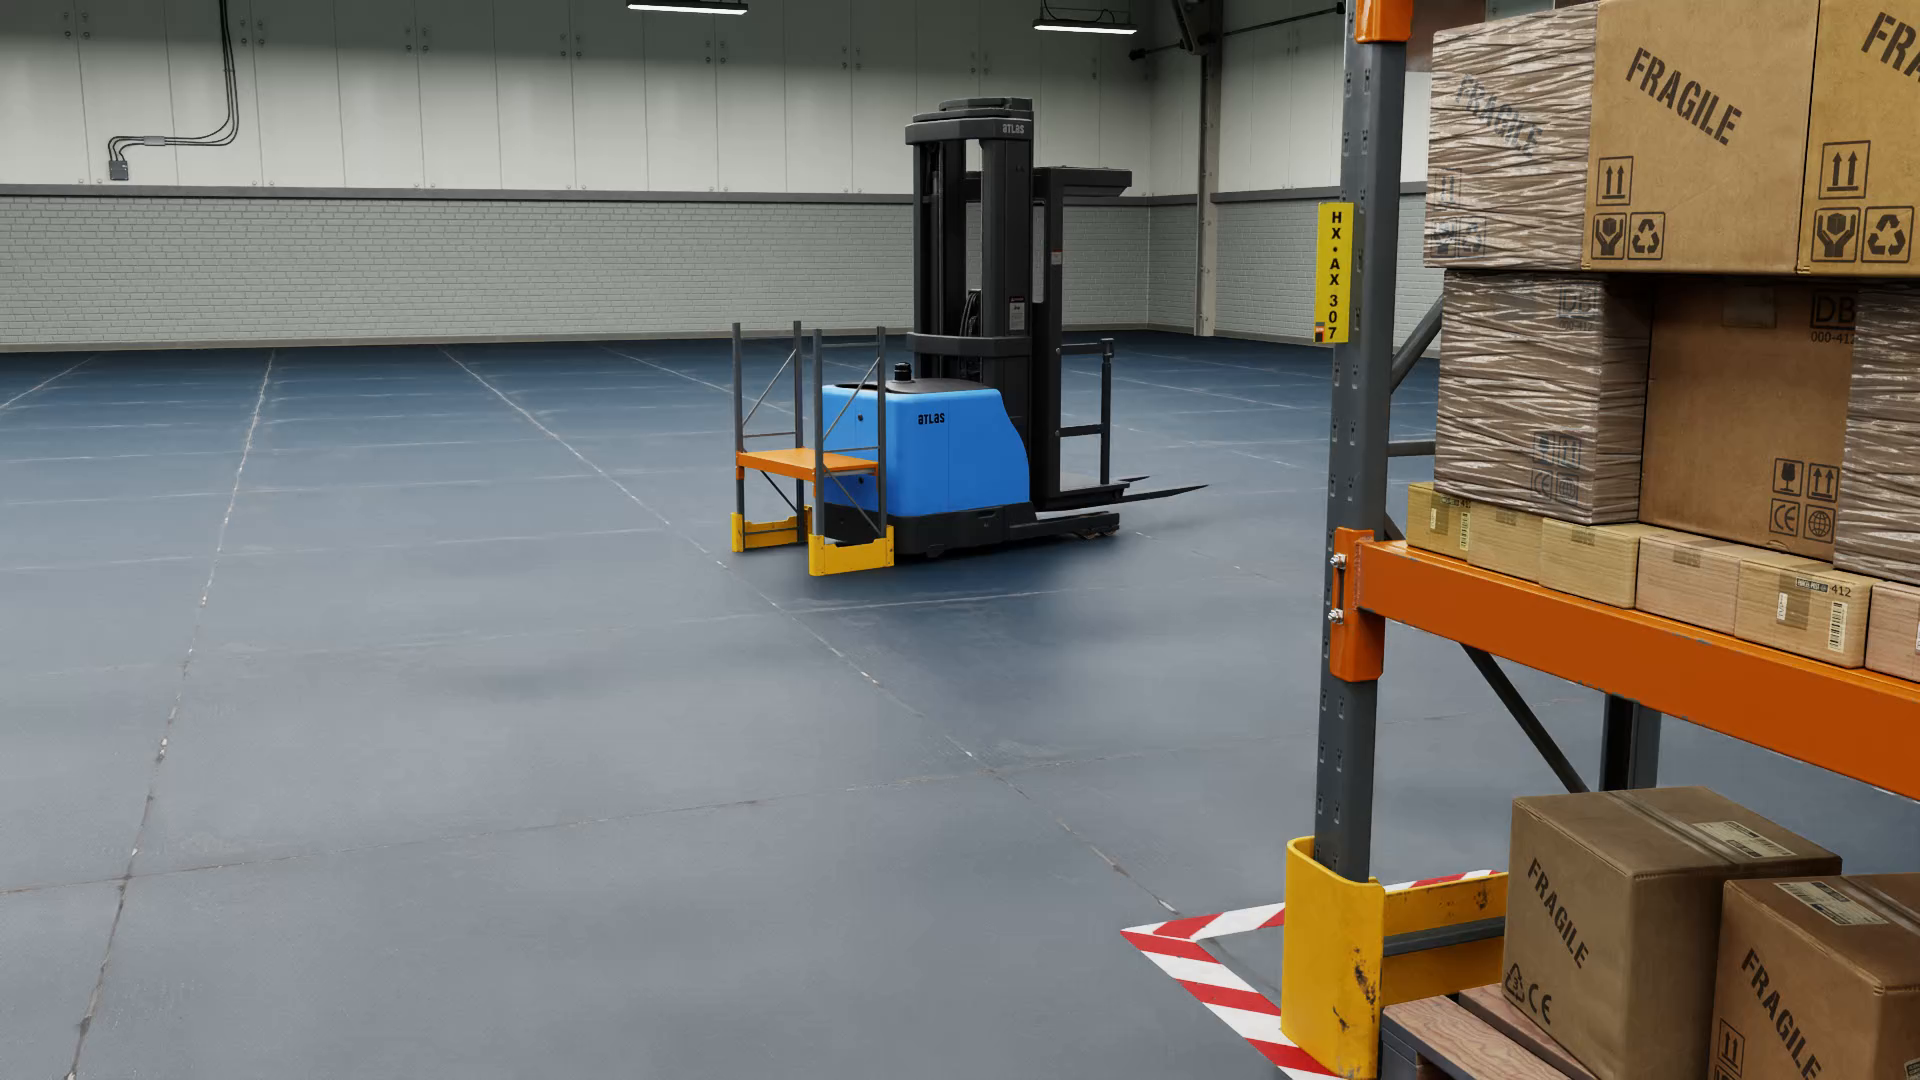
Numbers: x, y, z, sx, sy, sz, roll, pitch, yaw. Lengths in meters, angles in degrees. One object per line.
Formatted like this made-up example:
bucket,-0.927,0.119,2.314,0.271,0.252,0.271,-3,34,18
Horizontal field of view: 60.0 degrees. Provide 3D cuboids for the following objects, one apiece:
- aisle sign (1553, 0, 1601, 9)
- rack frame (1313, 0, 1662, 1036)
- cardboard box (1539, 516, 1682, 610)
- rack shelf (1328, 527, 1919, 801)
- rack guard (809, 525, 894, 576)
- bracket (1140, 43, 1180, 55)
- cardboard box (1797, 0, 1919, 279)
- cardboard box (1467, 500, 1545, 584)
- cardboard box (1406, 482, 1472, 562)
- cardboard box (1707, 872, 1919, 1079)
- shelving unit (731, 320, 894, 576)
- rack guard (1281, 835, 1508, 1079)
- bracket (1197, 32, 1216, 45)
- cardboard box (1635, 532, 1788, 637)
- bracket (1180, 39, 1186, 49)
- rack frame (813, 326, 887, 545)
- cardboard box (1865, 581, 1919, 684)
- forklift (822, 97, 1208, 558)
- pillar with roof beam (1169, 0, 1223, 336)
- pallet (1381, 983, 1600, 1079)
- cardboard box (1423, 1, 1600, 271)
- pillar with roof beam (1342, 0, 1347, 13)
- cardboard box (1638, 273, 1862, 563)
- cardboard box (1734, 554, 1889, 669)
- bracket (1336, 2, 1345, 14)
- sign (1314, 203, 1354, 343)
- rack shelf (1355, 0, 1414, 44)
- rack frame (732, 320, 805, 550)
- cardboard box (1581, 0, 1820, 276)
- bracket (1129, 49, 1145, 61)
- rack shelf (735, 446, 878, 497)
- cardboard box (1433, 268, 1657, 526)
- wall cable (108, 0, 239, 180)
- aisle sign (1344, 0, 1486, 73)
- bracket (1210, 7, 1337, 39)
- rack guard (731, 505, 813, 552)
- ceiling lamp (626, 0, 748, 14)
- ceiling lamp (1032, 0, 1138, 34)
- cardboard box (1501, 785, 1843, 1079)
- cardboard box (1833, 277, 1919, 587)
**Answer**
aisle sign,1.647,-1.547,4.127,0.394,0.787,0.004,-4,11,-21
rack frame,1.390,-0.238,4.190,1.000,3.000,0.127,-4,11,-21
cardboard box,1.420,0.032,3.395,0.380,0.149,0.250,-4,11,-21
rack shelf,2.114,0.443,2.418,1.077,0.370,4.000,-4,11,-21
rack guard,-0.672,0.063,10.352,0.587,0.250,0.087,-7,12,-35
bracket,4.302,-11.079,37.734,0.076,0.066,3.189,-4,11,-21
cardboard box,1.692,-0.655,2.547,0.500,0.500,0.500,-4,11,-21
cardboard box,1.343,-0.010,3.630,0.380,0.149,0.250,-4,11,-21
cardboard box,1.271,-0.052,3.866,0.380,0.149,0.250,-4,11,-21
cardboard box,1.849,0.985,3.257,0.500,0.500,0.500,-1,10,-6
shelving unit,-0.964,-0.623,10.639,0.587,1.500,1.083,-7,12,-35
rack guard,1.417,1.006,4.340,1.175,0.500,0.348,-4,11,-21
bracket,5.248,-10.654,35.339,0.235,0.232,0.430,-4,11,-21
cardboard box,1.530,0.071,3.173,0.380,0.149,0.250,-4,11,-21
bracket,4.947,-10.789,36.101,0.235,0.232,0.430,-4,11,-21
rack frame,-0.672,-0.552,10.241,0.500,1.500,0.032,-7,12,-35
cardboard box,1.730,0.151,2.721,0.380,0.149,0.250,-4,11,-21
forklift,0.486,-1.513,11.558,3.031,2.935,1.130,-8,13,-39
pillar with roof beam,1.416,-8.698,34.626,9.100,9.000,0.548,-4,11,-21
pallet,1.679,1.283,3.607,1.003,0.211,1.213,-4,11,-21
cardboard box,1.335,-0.818,3.466,0.500,0.500,0.500,-4,11,-21
pillar with roof beam,3.590,-7.719,29.120,9.100,9.000,0.548,-4,11,-21
cardboard box,1.856,-0.268,3.225,0.875,0.500,0.500,-4,11,-21
cardboard box,1.614,0.112,2.941,0.380,0.149,0.250,-4,11,-21
bracket,7.121,-9.810,30.595,0.235,0.232,0.430,-4,11,-21
sign,0.884,-0.629,3.921,0.100,0.325,0.005,-4,11,-21
rack shelf,2.114,-1.034,2.156,1.077,0.370,4.000,-4,11,-21
rack frame,-1.267,-0.696,11.052,0.500,1.500,0.032,-7,12,-35
cardboard box,1.510,-0.736,3.005,0.500,0.500,0.500,-4,11,-21
bracket,4.088,-11.176,38.276,0.235,0.232,0.430,-4,11,-21
rack shelf,-0.969,-0.447,10.678,0.538,0.185,1.000,-7,12,-35
cardboard box,1.563,-0.342,3.641,0.875,0.500,0.500,-4,11,-21
wall cable,-14.912,-9.812,31.173,2.305,6.003,0.169,-4,11,-21
aisle sign,1.087,-1.509,3.913,0.394,0.787,0.004,-4,11,-21
bracket,6.181,-10.233,32.975,0.076,0.066,4.783,-4,11,-21
rack guard,-1.256,-0.078,11.146,0.587,0.250,0.087,-7,12,-35
ceiling lamp,-4.636,-10.434,27.716,2.000,3.185,0.800,-4,11,-21
ceiling lamp,2.205,-10.900,30.335,2.000,3.185,0.800,-4,11,-21
cardboard box,1.600,0.889,3.794,0.500,0.500,0.500,-2,10,-10
cardboard box,1.997,-0.183,2.751,0.875,0.500,0.500,-4,11,-21
